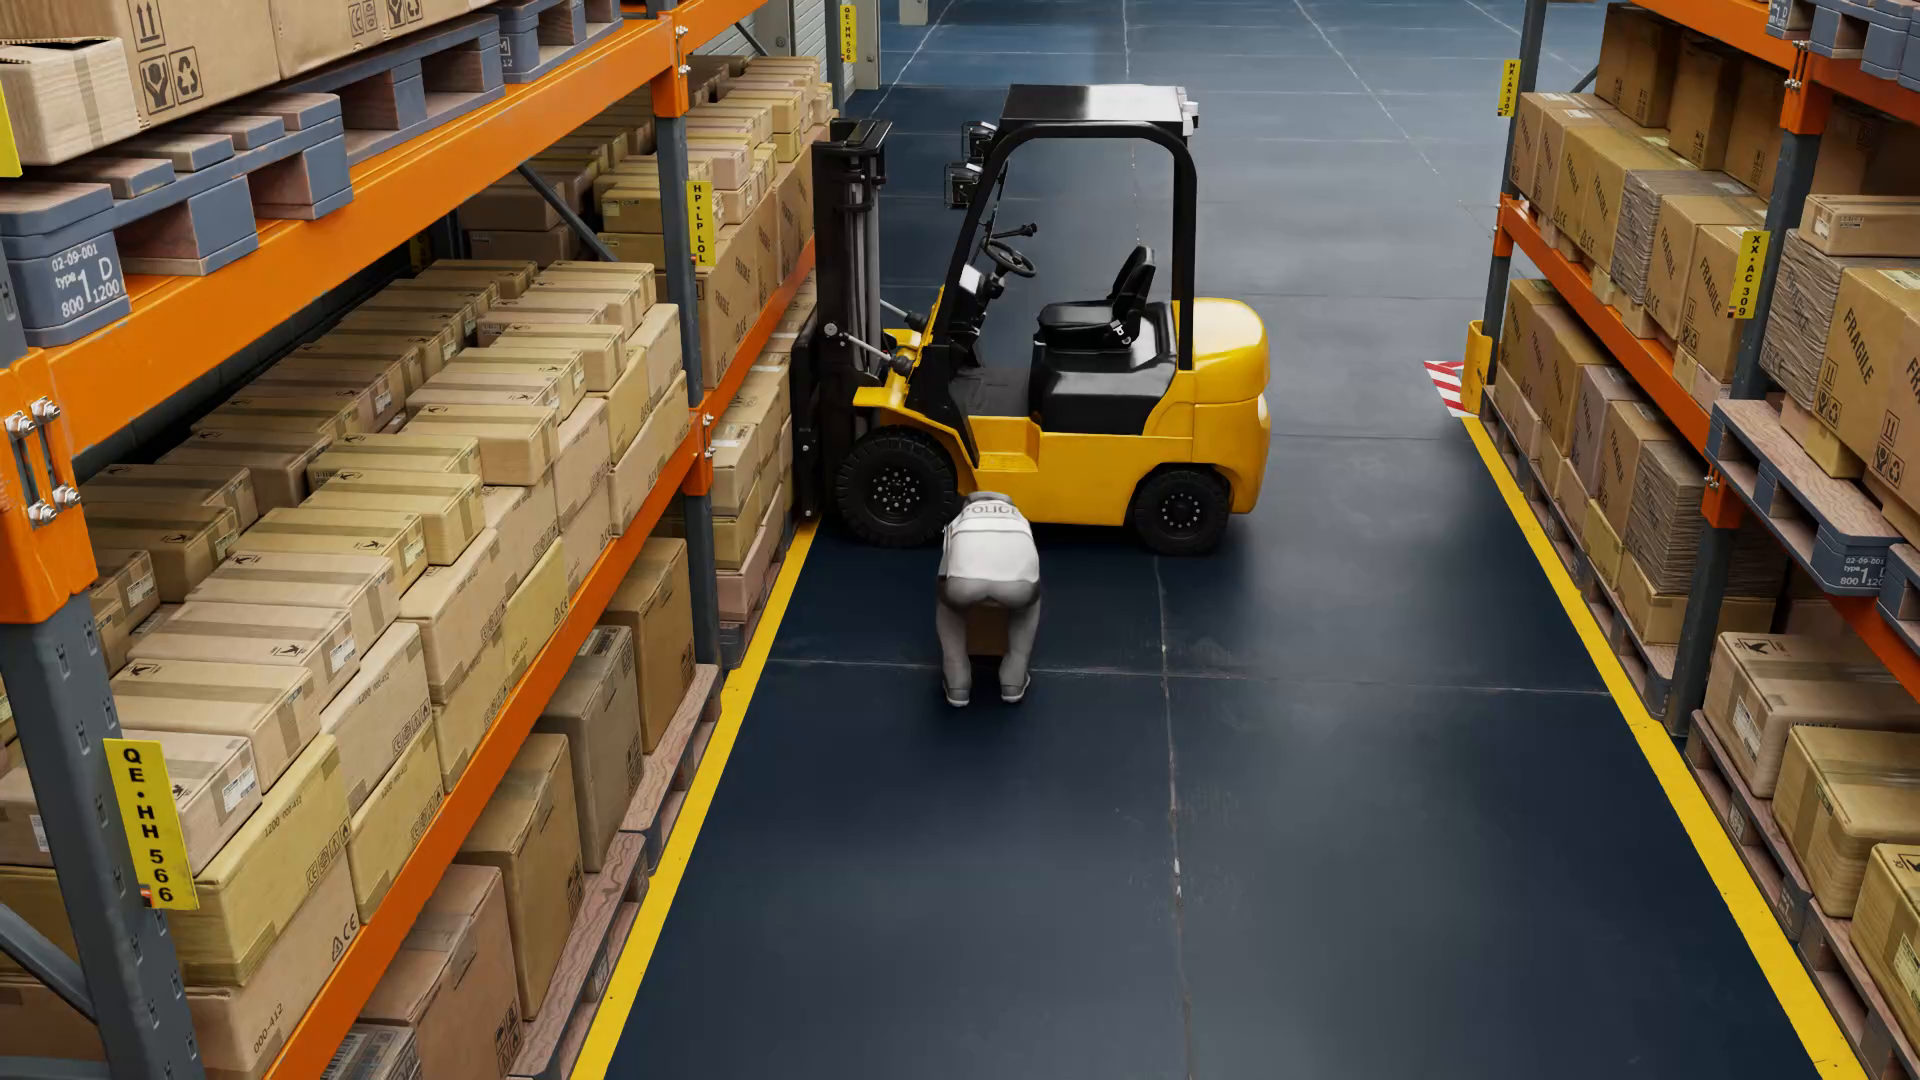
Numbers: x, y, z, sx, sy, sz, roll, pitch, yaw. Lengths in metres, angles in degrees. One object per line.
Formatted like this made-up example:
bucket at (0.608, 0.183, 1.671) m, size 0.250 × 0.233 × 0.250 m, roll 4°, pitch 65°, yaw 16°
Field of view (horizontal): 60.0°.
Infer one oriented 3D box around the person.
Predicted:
person at (0.119, 0.220, 7.121) m, size 0.464 × 0.852 × 0.913 m, roll 1°, pitch 25°, yaw 2°
